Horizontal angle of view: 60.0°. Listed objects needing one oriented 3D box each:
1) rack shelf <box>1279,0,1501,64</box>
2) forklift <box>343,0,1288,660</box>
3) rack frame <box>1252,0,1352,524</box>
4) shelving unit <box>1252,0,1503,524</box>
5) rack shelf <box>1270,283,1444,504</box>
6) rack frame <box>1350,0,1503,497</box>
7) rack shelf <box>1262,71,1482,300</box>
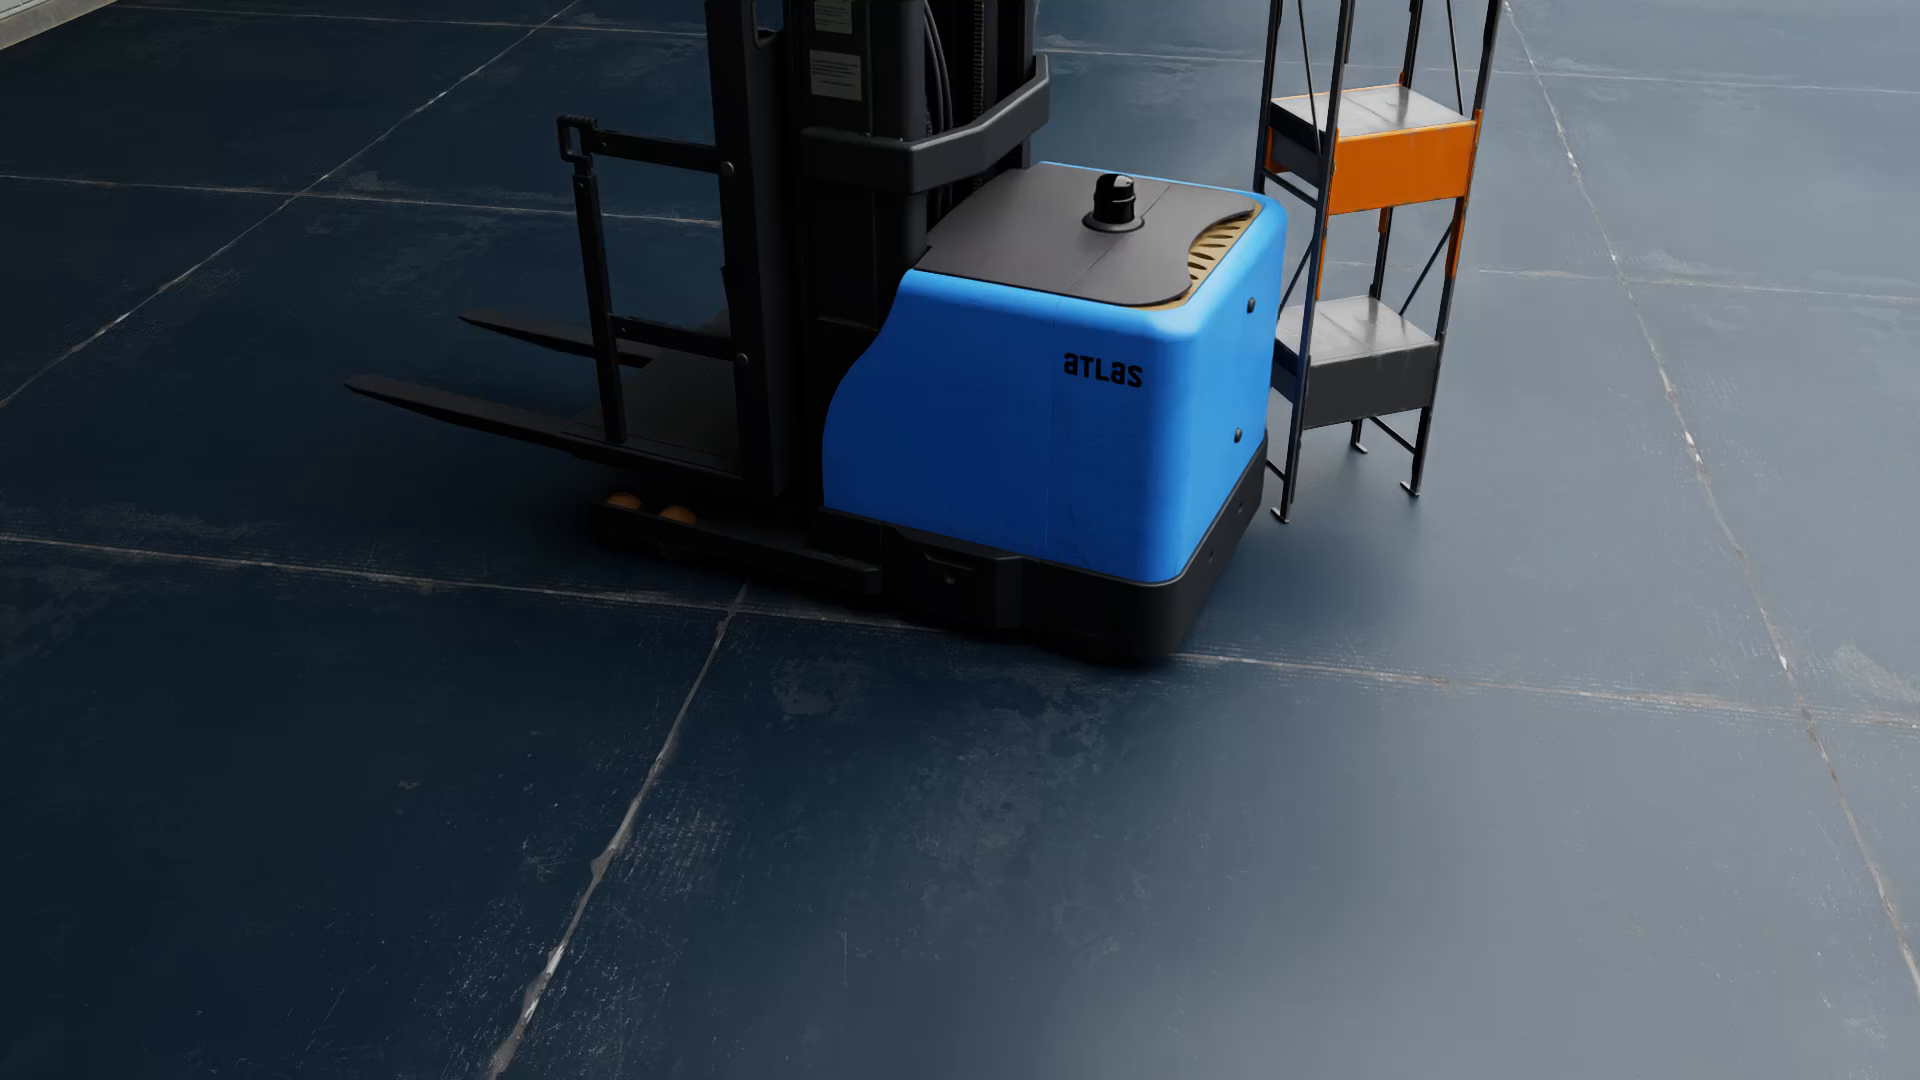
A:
[{"bbox_3d":[1.207,-1.668,4.642,0.480,0.518,0.431,-11,34,-17],"label":"rack shelf"},{"bbox_3d":[-0.597,-1.421,4.757,3.031,2.935,1.130,13,34,20],"label":"forklift"},{"bbox_3d":[0.978,-1.041,4.934,0.015,2.100,0.400,-11,34,-17],"label":"rack frame"},{"bbox_3d":[1.207,-1.086,5.006,0.503,2.100,0.431,-11,34,-17],"label":"shelving unit"},{"bbox_3d":[1.207,-0.481,5.385,0.480,0.518,0.431,-11,34,-17],"label":"rack shelf"},{"bbox_3d":[1.435,-1.131,5.078,0.015,2.100,0.400,-11,34,-17],"label":"rack frame"},{"bbox_3d":[1.207,-1.075,5.013,0.480,0.518,0.431,-11,34,-17],"label":"rack shelf"}]
